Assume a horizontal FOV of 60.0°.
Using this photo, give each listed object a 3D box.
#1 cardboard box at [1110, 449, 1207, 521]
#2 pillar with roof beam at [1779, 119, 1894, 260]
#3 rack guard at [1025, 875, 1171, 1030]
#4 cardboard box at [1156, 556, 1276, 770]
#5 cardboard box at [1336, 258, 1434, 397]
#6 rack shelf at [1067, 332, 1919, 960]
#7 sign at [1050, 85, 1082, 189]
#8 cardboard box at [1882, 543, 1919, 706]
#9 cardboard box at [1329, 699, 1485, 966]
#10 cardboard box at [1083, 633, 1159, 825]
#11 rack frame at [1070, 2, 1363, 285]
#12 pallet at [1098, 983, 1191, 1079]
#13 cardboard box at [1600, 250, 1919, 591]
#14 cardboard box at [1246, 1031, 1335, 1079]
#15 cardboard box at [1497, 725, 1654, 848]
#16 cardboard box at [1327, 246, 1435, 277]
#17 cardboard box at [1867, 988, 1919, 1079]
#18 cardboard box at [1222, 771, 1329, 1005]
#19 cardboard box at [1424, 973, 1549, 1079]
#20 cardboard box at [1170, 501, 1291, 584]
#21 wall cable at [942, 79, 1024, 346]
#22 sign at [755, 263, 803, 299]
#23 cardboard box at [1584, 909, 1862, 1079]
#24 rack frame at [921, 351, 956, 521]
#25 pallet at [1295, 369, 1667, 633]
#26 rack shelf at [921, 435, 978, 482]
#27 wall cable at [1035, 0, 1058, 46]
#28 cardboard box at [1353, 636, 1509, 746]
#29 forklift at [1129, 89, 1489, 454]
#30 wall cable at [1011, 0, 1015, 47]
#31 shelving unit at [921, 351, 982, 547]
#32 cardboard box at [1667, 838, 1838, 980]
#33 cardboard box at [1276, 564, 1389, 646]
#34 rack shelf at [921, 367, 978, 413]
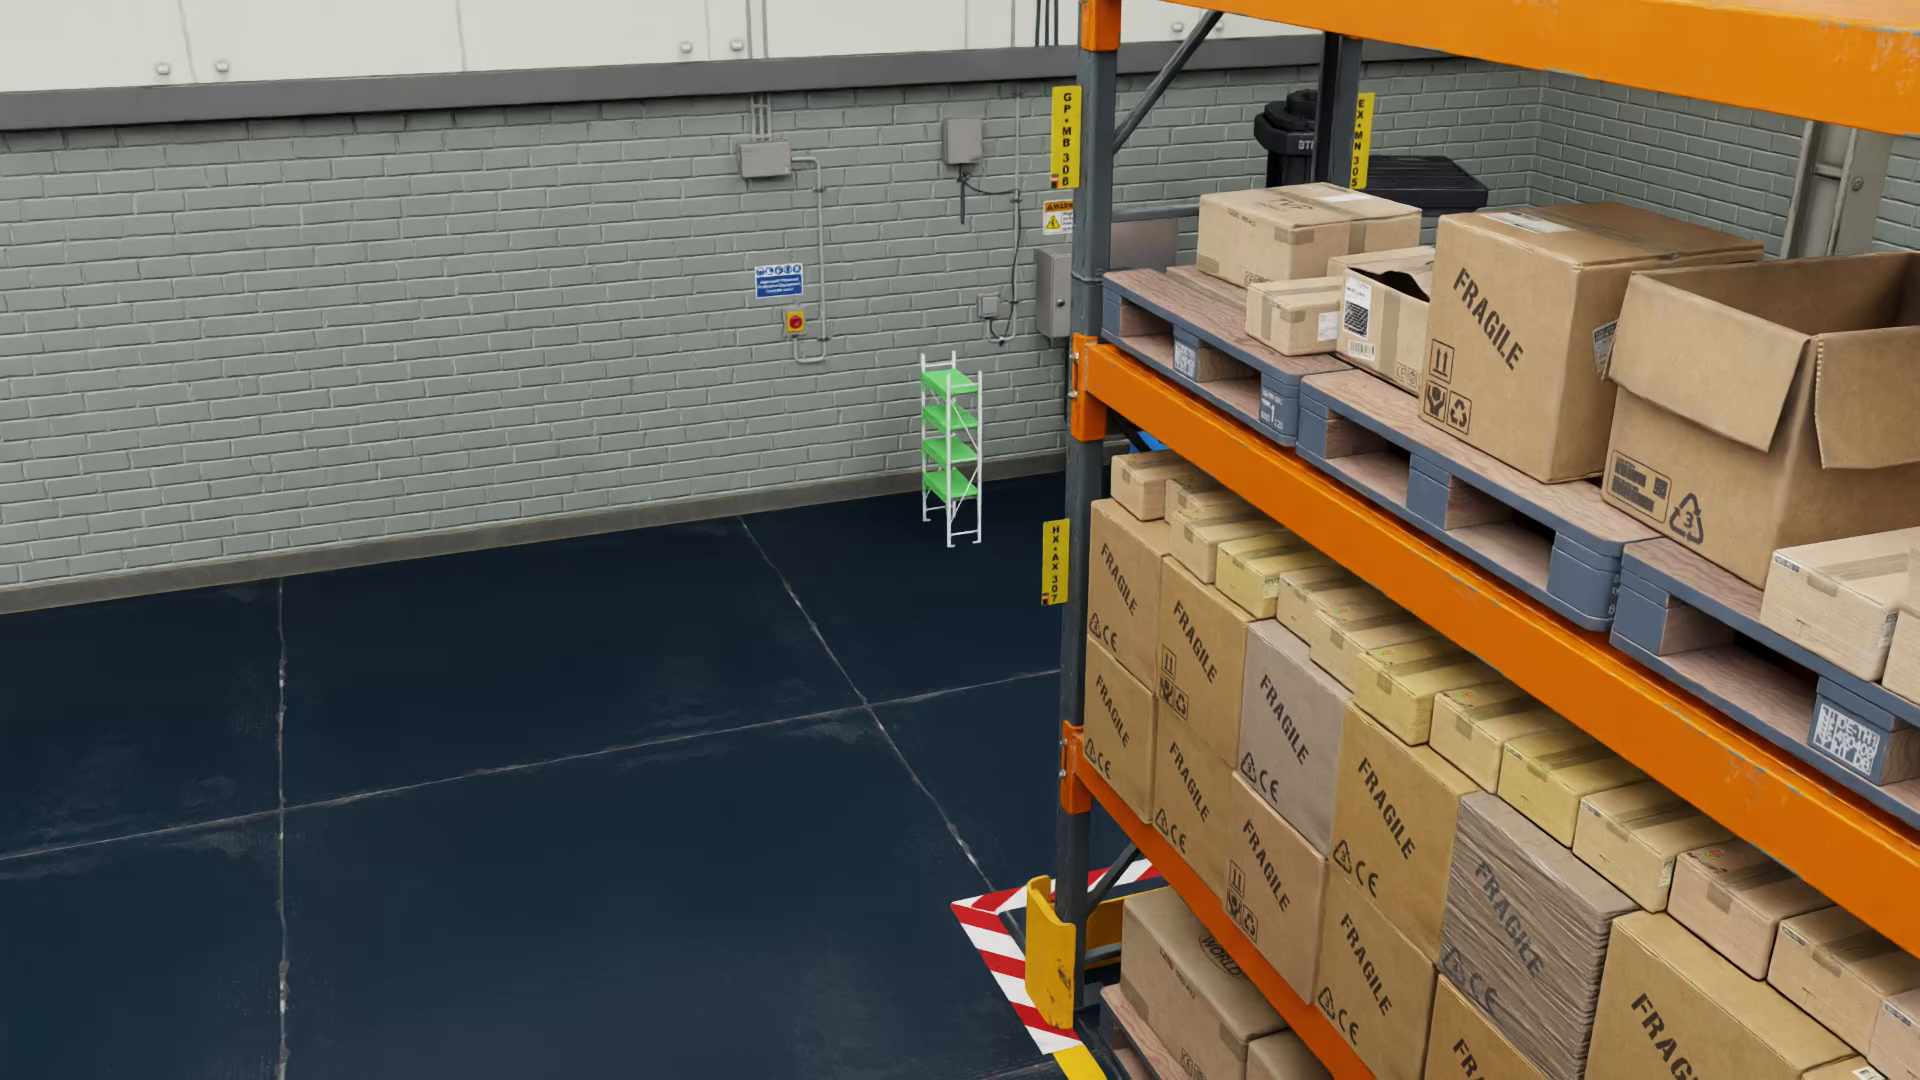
[{"bbox_3d":[0.732,-0.197,5.603,0.380,0.149,0.250,-8,24,-18],"label":"cardboard box"},{"bbox_3d":[1.371,-3.517,8.009,9.100,9.000,0.400,-8,24,-19],"label":"pillar with roof beam"},{"bbox_3d":[0.857,1.585,6.845,1.175,0.500,0.348,-8,24,-19],"label":"rack guard"},{"bbox_3d":[0.957,0.336,5.176,0.500,0.500,0.500,-9,24,-20],"label":"cardboard box"},{"bbox_3d":[1.347,-0.588,4.366,0.500,0.311,0.500,-8,24,-18],"label":"cardboard box"},{"bbox_3d":[1.572,0.118,4.172,1.077,0.370,4.000,-8,24,-19],"label":"rack shelf"},{"bbox_3d":[0.344,-1.305,5.396,0.100,0.325,0.005,-8,24,-19],"label":"sign"},{"bbox_3d":[1.753,0.147,2.680,0.396,0.266,0.258,-8,24,-17],"label":"cardboard box"},{"bbox_3d":[1.323,0.703,4.305,0.500,0.500,0.500,-8,24,-19],"label":"cardboard box"},{"bbox_3d":[0.766,0.610,5.812,0.500,0.500,0.500,-9,24,-19],"label":"cardboard box"},{"bbox_3d":[0.865,-2.322,5.174,1.000,3.000,0.127,-8,24,-19],"label":"rack frame"},{"bbox_3d":[1.221,2.007,6.217,1.003,0.211,1.213,-8,24,-19],"label":"pallet"},{"bbox_3d":[1.772,-0.259,3.339,0.797,0.503,0.637,-6,24,-15],"label":"cardboard box"},{"bbox_3d":[1.523,1.987,5.432,0.875,0.438,0.875,-8,24,-18],"label":"cardboard box"},{"bbox_3d":[1.479,0.548,3.836,0.380,0.149,0.250,-9,24,-20],"label":"cardboard box"},{"bbox_3d":[1.331,-0.771,5.010,0.380,0.149,0.250,-10,25,-23],"label":"cardboard box"},{"bbox_3d":[1.880,0.911,2.976,0.380,0.149,0.250,-8,24,-18],"label":"cardboard box"},{"bbox_3d":[1.134,0.977,4.941,0.500,0.500,0.500,-8,24,-19],"label":"cardboard box"},{"bbox_3d":[1.497,1.349,4.058,0.500,0.500,0.500,-9,24,-20],"label":"cardboard box"},{"bbox_3d":[0.875,-0.001,5.139,0.380,0.149,0.250,-8,24,-17],"label":"cardboard box"},{"bbox_3d":[0.174,-2.270,11.467,0.588,1.984,0.122,-8,24,-19],"label":"wall cable"},{"bbox_3d":[-1.216,-1.744,11.177,0.327,0.218,0.001,-8,24,-19],"label":"sign"},{"bbox_3d":[1.681,1.070,3.434,0.500,0.500,0.500,-9,24,-20],"label":"cardboard box"},{"bbox_3d":[-0.145,-0.702,11.370,0.240,1.200,0.015,-8,24,-19],"label":"rack frame"},{"bbox_3d":[1.572,-0.187,4.084,1.003,0.211,1.213,-8,24,-19],"label":"pallet"},{"bbox_3d":[-0.058,-0.554,11.184,0.258,0.148,0.480,-8,24,-19],"label":"rack shelf"},{"bbox_3d":[1.916,-4.839,11.095,2.988,3.039,0.133,-8,24,-19],"label":"wall cable"},{"bbox_3d":[1.240,0.373,4.253,0.380,0.149,0.250,-9,24,-20],"label":"cardboard box"},{"bbox_3d":[2.649,-1.314,10.593,3.031,2.935,1.130,1,23,2],"label":"forklift"},{"bbox_3d":[-0.703,-4.453,10.228,2.355,3.000,0.029,-8,24,-19],"label":"wall cable"},{"bbox_3d":[-0.058,-0.613,11.160,0.258,1.200,0.503,-8,24,-19],"label":"shelving unit"},{"bbox_3d":[1.695,0.729,3.406,0.380,0.149,0.250,-9,24,-19],"label":"cardboard box"},{"bbox_3d":[1.127,0.180,4.709,0.380,0.149,0.250,-8,24,-18],"label":"cardboard box"},{"bbox_3d":[-0.059,-0.996,10.998,0.258,0.148,0.480,-8,24,-19],"label":"rack shelf"}]
